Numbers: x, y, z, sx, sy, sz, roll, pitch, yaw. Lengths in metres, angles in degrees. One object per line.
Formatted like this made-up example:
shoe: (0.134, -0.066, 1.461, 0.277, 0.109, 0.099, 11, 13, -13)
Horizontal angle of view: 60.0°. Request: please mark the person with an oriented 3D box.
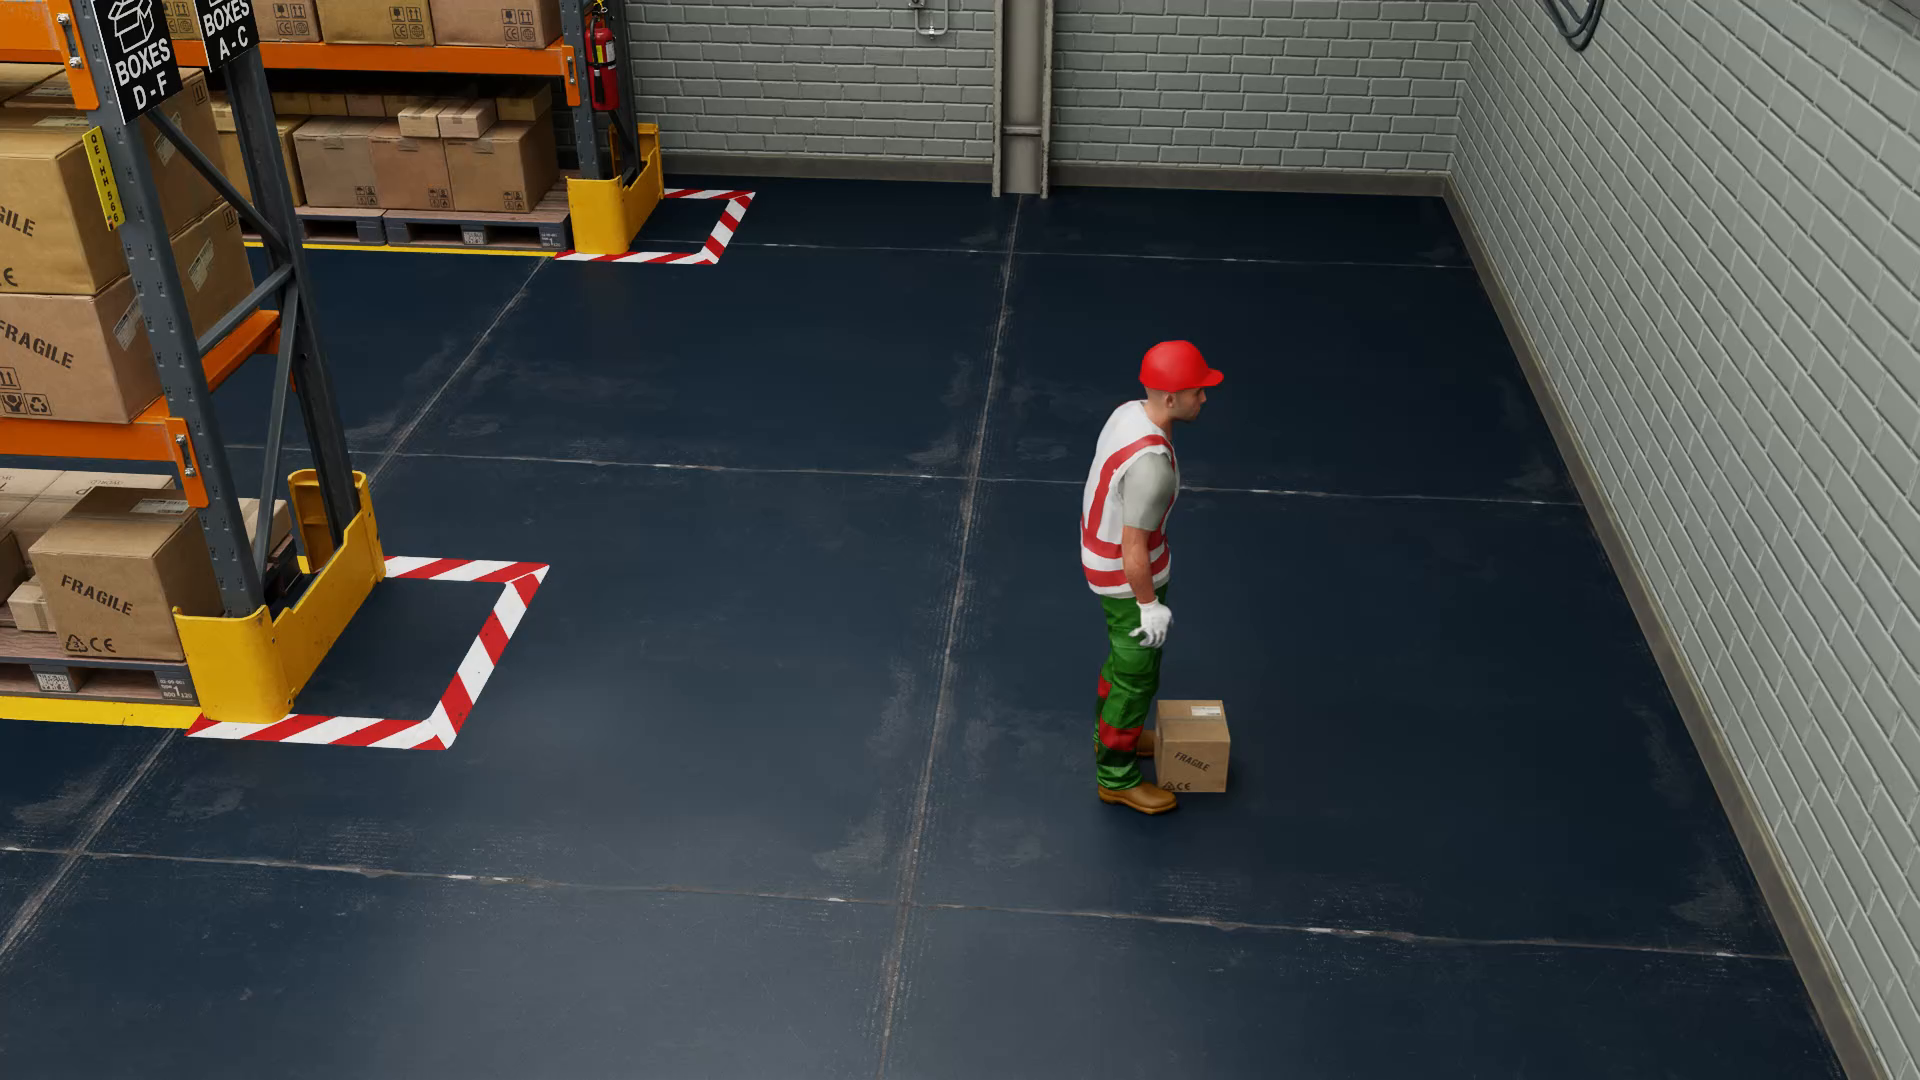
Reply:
person: (0.653, 0.117, 5.931, 0.453, 1.779, 0.621, 2, 32, 3)
